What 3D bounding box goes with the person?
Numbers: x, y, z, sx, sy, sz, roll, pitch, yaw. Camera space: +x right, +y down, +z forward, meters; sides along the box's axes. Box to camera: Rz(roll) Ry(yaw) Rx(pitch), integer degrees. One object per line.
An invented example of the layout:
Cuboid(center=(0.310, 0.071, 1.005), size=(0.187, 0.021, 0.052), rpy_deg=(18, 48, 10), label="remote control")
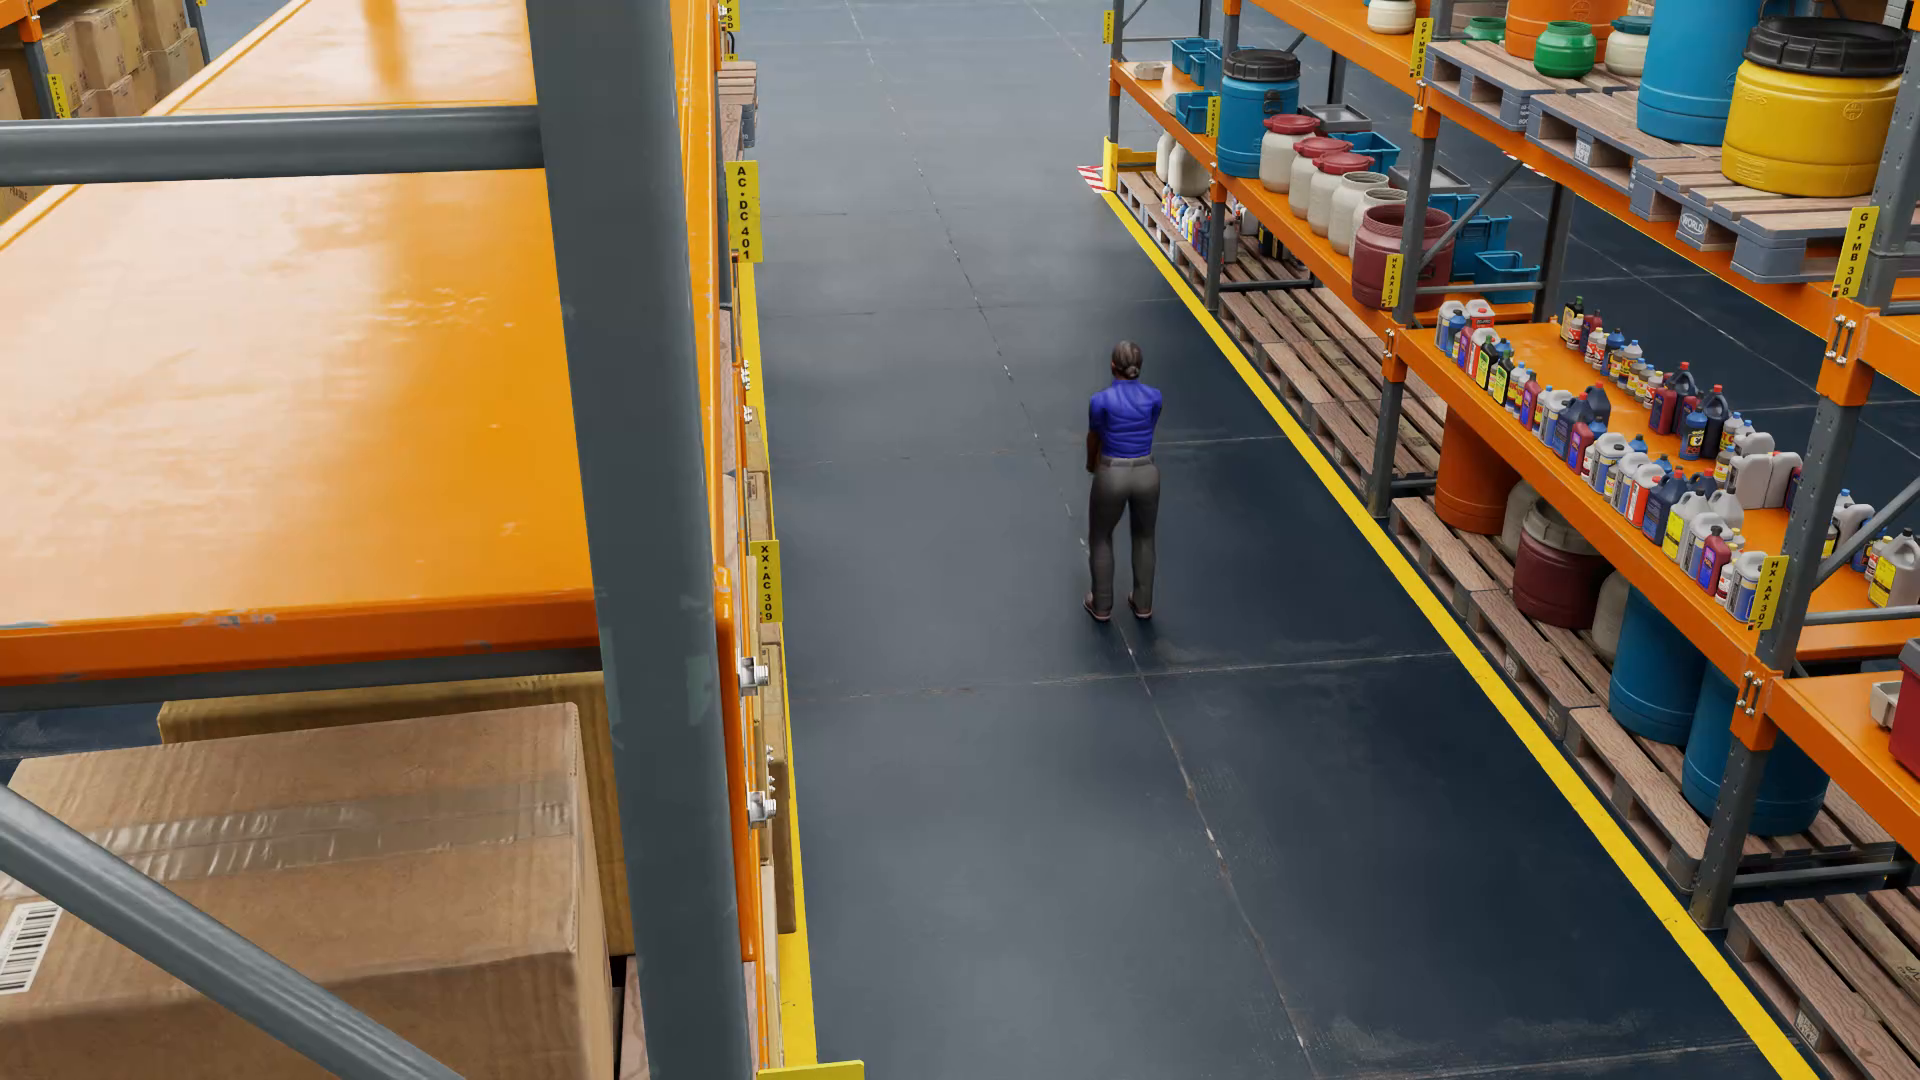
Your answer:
Cuboid(center=(0.902, -0.357, 9.325), size=(0.434, 1.656, 0.502), rpy_deg=(-4, 28, -8), label="person")
